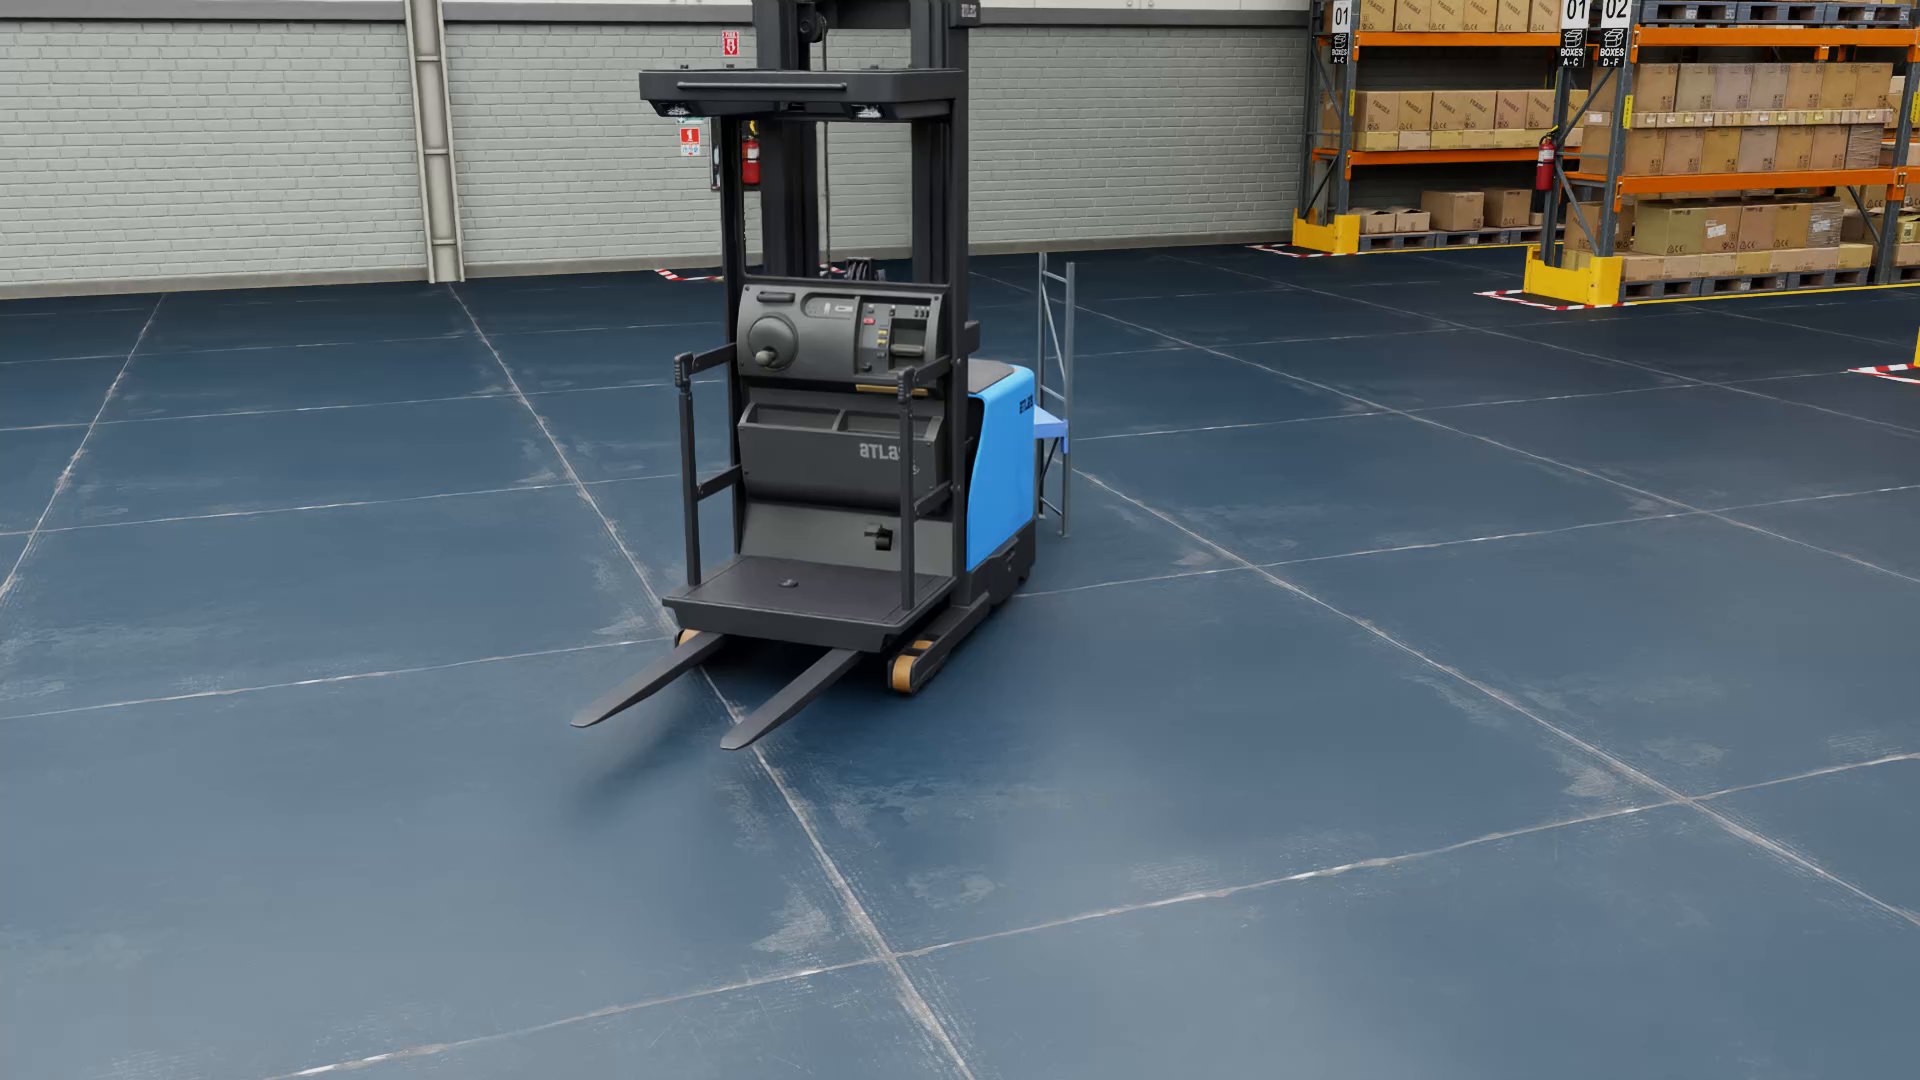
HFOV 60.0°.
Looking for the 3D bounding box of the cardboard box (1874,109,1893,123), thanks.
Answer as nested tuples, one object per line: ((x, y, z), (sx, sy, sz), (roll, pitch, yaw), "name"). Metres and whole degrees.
((10.201, -4.755, 18.640), (0.250, 0.149, 0.380), (-6, 17, -20), "cardboard box")

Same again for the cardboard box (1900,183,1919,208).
((14.683, -5.569, 25.810), (0.750, 0.750, 0.750), (-6, 17, -18), "cardboard box")

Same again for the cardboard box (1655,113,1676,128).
((7.332, -4.446, 17.587), (0.250, 0.149, 0.380), (-7, 18, -22), "cardboard box")

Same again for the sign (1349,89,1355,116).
((5.061, -5.652, 21.486), (0.005, 0.325, 0.100), (-6, 17, -20), "sign")

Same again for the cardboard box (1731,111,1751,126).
((8.288, -4.549, 17.937), (0.250, 0.149, 0.380), (-6, 18, -21), "cardboard box")

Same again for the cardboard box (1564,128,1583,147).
((8.268, -5.593, 23.052), (0.500, 0.250, 0.500), (-6, 17, -20), "cardboard box")

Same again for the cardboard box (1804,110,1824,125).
((9.250, -4.653, 18.292), (0.250, 0.149, 0.380), (-6, 17, -20), "cardboard box")

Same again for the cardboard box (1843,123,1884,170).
((9.966, -4.482, 18.858), (0.500, 0.500, 0.700), (-7, 18, -22), "cardboard box")

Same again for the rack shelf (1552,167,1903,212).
((8.511, -3.933, 18.445), (4.000, 0.370, 1.077), (-6, 17, -20), "rack shelf")

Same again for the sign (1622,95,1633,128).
((6.836, -4.383, 17.025), (0.005, 0.325, 0.100), (-6, 17, -20), "sign")

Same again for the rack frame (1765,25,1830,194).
((12.337, -6.186, 24.841), (0.127, 3.000, 1.000), (-6, 17, -20), "rack frame")

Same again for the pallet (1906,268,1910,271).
((12.193, -3.351, 20.134), (1.213, 0.211, 1.003), (-6, 17, -20), "pallet")

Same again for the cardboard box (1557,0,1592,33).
((8.217, -7.164, 22.632), (0.500, 0.500, 0.500), (-6, 17, -19), "cardboard box")

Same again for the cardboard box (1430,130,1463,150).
((6.394, -5.389, 22.356), (0.500, 0.250, 0.500), (-6, 18, -21), "cardboard box")

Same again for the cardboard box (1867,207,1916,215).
((11.137, -3.802, 19.860), (0.500, 0.311, 0.500), (-6, 17, -19), "cardboard box")

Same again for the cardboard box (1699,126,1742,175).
((8.038, -4.271, 18.142), (0.500, 0.500, 0.700), (-6, 17, -20), "cardboard box")

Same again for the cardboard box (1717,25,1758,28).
((11.094, -7.578, 24.039), (0.637, 0.503, 0.797), (-4, 17, -12), "cardboard box")

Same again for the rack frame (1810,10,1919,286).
((10.378, -4.480, 19.030), (0.127, 3.000, 1.000), (-6, 17, -20), "rack frame")

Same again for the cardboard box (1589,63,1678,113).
((7.133, -4.796, 17.627), (0.500, 0.500, 0.700), (-6, 17, -20), "cardboard box")

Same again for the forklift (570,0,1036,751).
((-0.592, -0.893, 6.939), (1.130, 2.935, 3.031), (6, 17, 19), "forklift")

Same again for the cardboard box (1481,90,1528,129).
((7.333, -5.852, 22.601), (0.500, 0.500, 0.500), (-7, 18, -22), "cardboard box")

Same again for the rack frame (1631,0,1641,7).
((6.643, -6.955, 16.812), (0.127, 3.000, 1.000), (-6, 17, -20), "rack frame")

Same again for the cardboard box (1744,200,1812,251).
((9.087, -3.519, 18.562), (0.500, 0.500, 0.500), (-6, 17, -20), "cardboard box")

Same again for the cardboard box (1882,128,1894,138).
((13.919, -6.185, 25.246), (0.250, 0.149, 0.380), (-6, 17, -19), "cardboard box")

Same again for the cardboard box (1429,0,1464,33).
((6.266, -6.943, 21.880), (0.500, 0.500, 0.500), (-5, 17, -18), "cardboard box")

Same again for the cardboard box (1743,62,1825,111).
((9.027, -5.002, 18.330), (0.500, 0.500, 0.700), (-6, 17, -20), "cardboard box")

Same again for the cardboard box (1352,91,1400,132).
((5.420, -5.646, 21.901), (0.500, 0.500, 0.500), (-6, 17, -20), "cardboard box")

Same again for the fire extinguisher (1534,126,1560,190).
((6.367, -4.150, 18.044), (0.183, 0.674, 0.296), (-6, 17, -20), "fire extinguisher")

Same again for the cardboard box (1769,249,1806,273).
((9.091, -3.156, 18.656), (0.500, 0.250, 0.500), (-6, 17, -20), "cardboard box")

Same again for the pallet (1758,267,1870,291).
((9.621, -3.073, 19.188), (1.213, 0.211, 1.003), (-6, 17, -20), "pallet")

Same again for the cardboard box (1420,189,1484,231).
((6.781, -4.556, 22.944), (0.500, 0.500, 0.700), (-7, 18, -24), "cardboard box")

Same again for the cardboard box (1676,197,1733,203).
((8.433, -3.606, 18.857), (0.500, 0.500, 0.500), (-6, 17, -20), "cardboard box")

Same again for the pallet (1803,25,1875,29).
((12.920, -7.614, 24.713), (1.003, 0.211, 1.213), (-5, 17, -18), "pallet")

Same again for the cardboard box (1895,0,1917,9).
((10.957, -6.108, 18.773), (0.500, 0.250, 0.500), (-4, 17, -14), "cardboard box")

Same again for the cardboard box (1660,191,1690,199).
((10.239, -4.979, 24.387), (0.500, 0.500, 0.700), (-6, 17, -19), "cardboard box")

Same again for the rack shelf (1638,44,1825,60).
((10.470, -7.079, 23.833), (4.000, 0.370, 1.077), (-6, 17, -20), "rack shelf")

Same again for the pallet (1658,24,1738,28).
((10.184, -7.272, 23.547), (1.003, 0.211, 1.213), (-6, 17, -20), "pallet")

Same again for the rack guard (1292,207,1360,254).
((4.938, -4.188, 22.472), (0.348, 0.500, 1.175), (-6, 17, -20), "rack guard")

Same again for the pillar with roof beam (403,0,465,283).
((-4.454, -6.214, 14.287), (0.400, 9.000, 9.100), (-6, 17, -20), "pillar with roof beam")

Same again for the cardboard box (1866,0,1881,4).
((13.246, -8.016, 24.789), (0.500, 0.500, 0.700), (-7, 18, -23), "cardboard box")

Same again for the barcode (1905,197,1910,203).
((10.766, -3.869, 18.900), (0.075, 0.075, 0.001), (-6, 17, -20), "barcode")

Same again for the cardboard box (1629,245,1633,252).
((7.501, -3.144, 18.617), (0.500, 0.250, 0.500), (-6, 17, -20), "cardboard box")

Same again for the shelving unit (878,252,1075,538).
((0.031, -0.762, 9.030), (1.048, 1.500, 0.538), (-5, 17, -15), "shelving unit")

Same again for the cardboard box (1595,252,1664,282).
((7.223, -2.954, 17.970), (0.500, 0.250, 0.500), (-6, 17, -20), "cardboard box")
